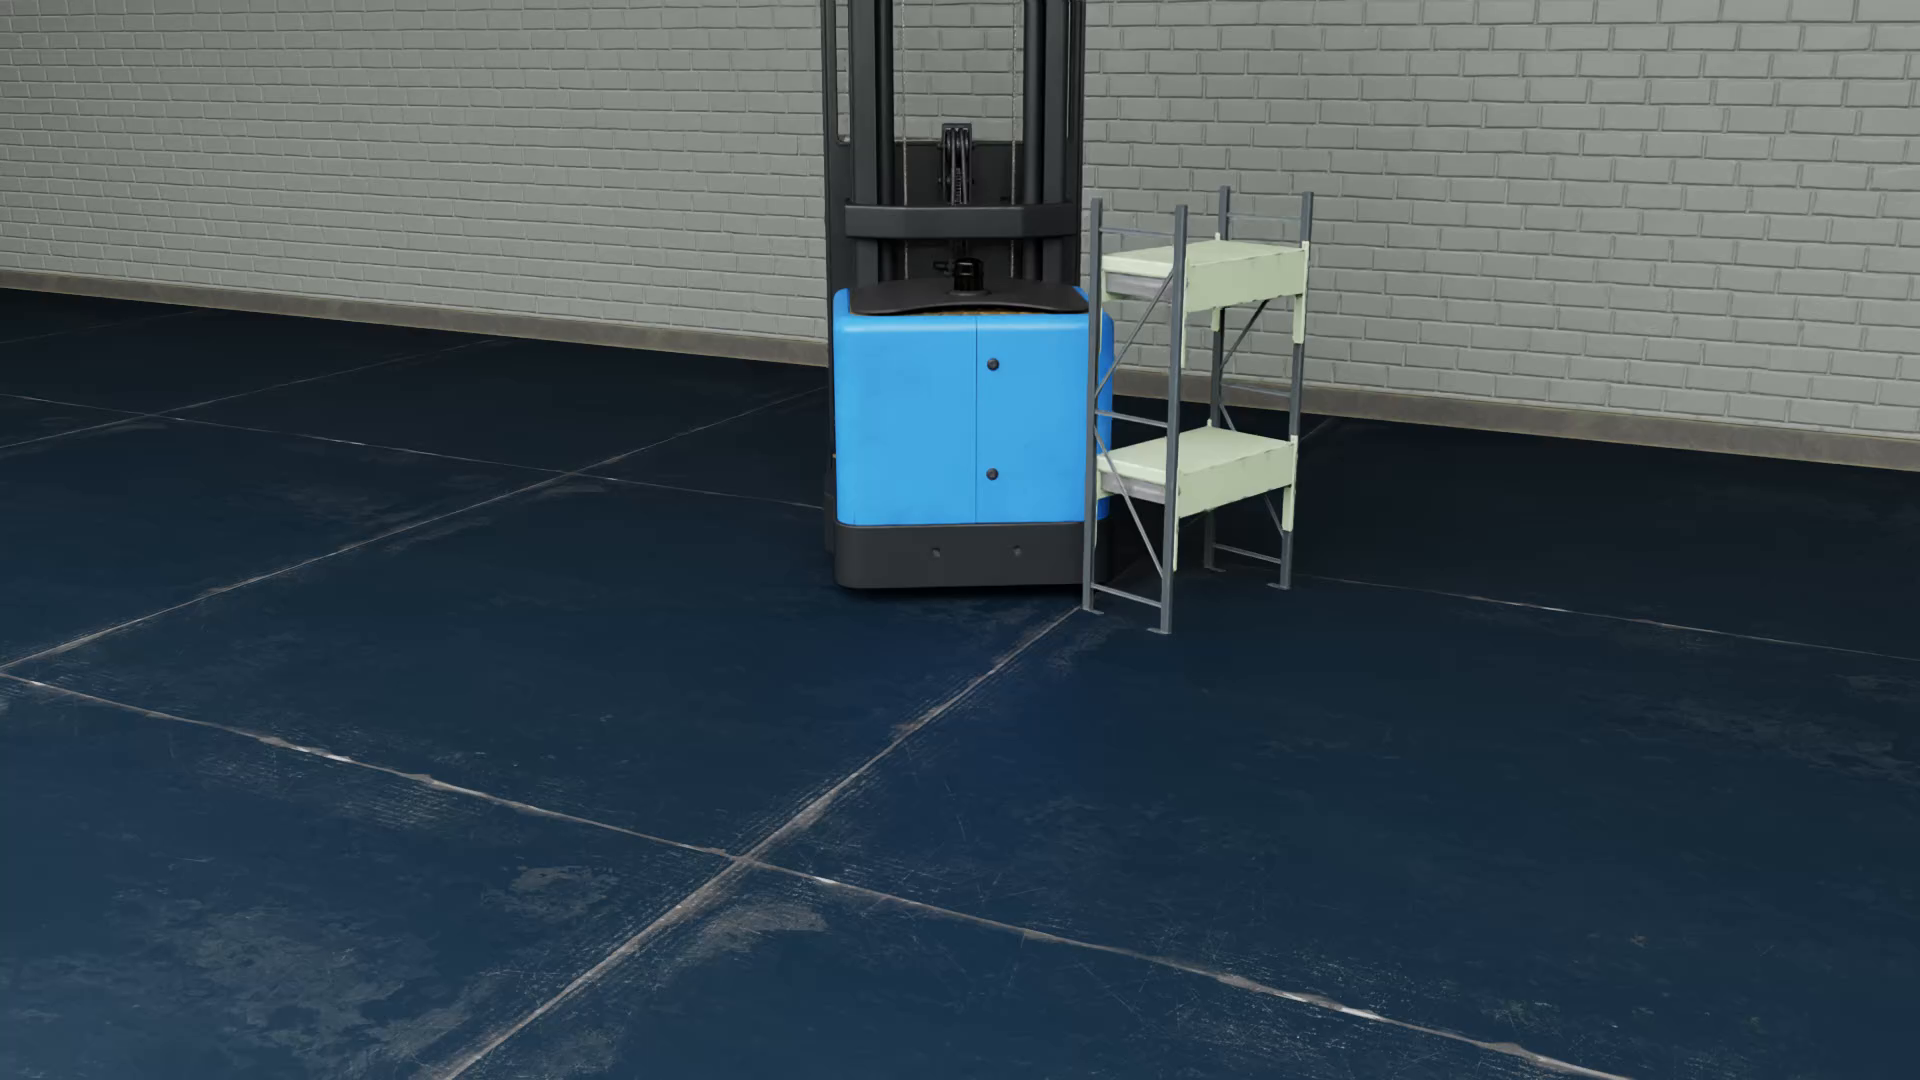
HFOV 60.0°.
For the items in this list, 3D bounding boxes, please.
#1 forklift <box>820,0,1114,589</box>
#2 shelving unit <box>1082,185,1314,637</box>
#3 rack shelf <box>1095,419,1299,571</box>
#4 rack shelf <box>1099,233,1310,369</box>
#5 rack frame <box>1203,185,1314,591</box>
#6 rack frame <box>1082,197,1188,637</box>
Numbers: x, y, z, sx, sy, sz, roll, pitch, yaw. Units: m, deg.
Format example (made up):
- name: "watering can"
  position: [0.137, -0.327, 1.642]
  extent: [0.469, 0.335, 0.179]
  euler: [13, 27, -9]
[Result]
- name: "forklift"
  position: [-0.047, -1.593, 7.241]
  extent: [1.130, 2.935, 3.031]
  euler: [-1, 17, -4]
- name: "shelving unit"
  position: [0.860, -0.494, 6.053]
  extent: [0.755, 1.500, 0.431]
  euler: [-16, 23, -42]
- name: "rack shelf"
  position: [0.860, -0.181, 6.146]
  extent: [0.720, 0.370, 0.431]
  euler: [-16, 23, -42]
- name: "rack shelf"
  position: [0.860, -0.868, 5.942]
  extent: [0.720, 0.370, 0.431]
  euler: [-16, 23, -42]
- name: "rack frame"
  position: [1.120, -0.567, 6.300]
  extent: [0.023, 1.500, 0.400]
  euler: [-16, 23, -42]
- name: "rack frame"
  position: [0.600, -0.421, 5.806]
  extent: [0.023, 1.500, 0.400]
  euler: [-16, 23, -42]
